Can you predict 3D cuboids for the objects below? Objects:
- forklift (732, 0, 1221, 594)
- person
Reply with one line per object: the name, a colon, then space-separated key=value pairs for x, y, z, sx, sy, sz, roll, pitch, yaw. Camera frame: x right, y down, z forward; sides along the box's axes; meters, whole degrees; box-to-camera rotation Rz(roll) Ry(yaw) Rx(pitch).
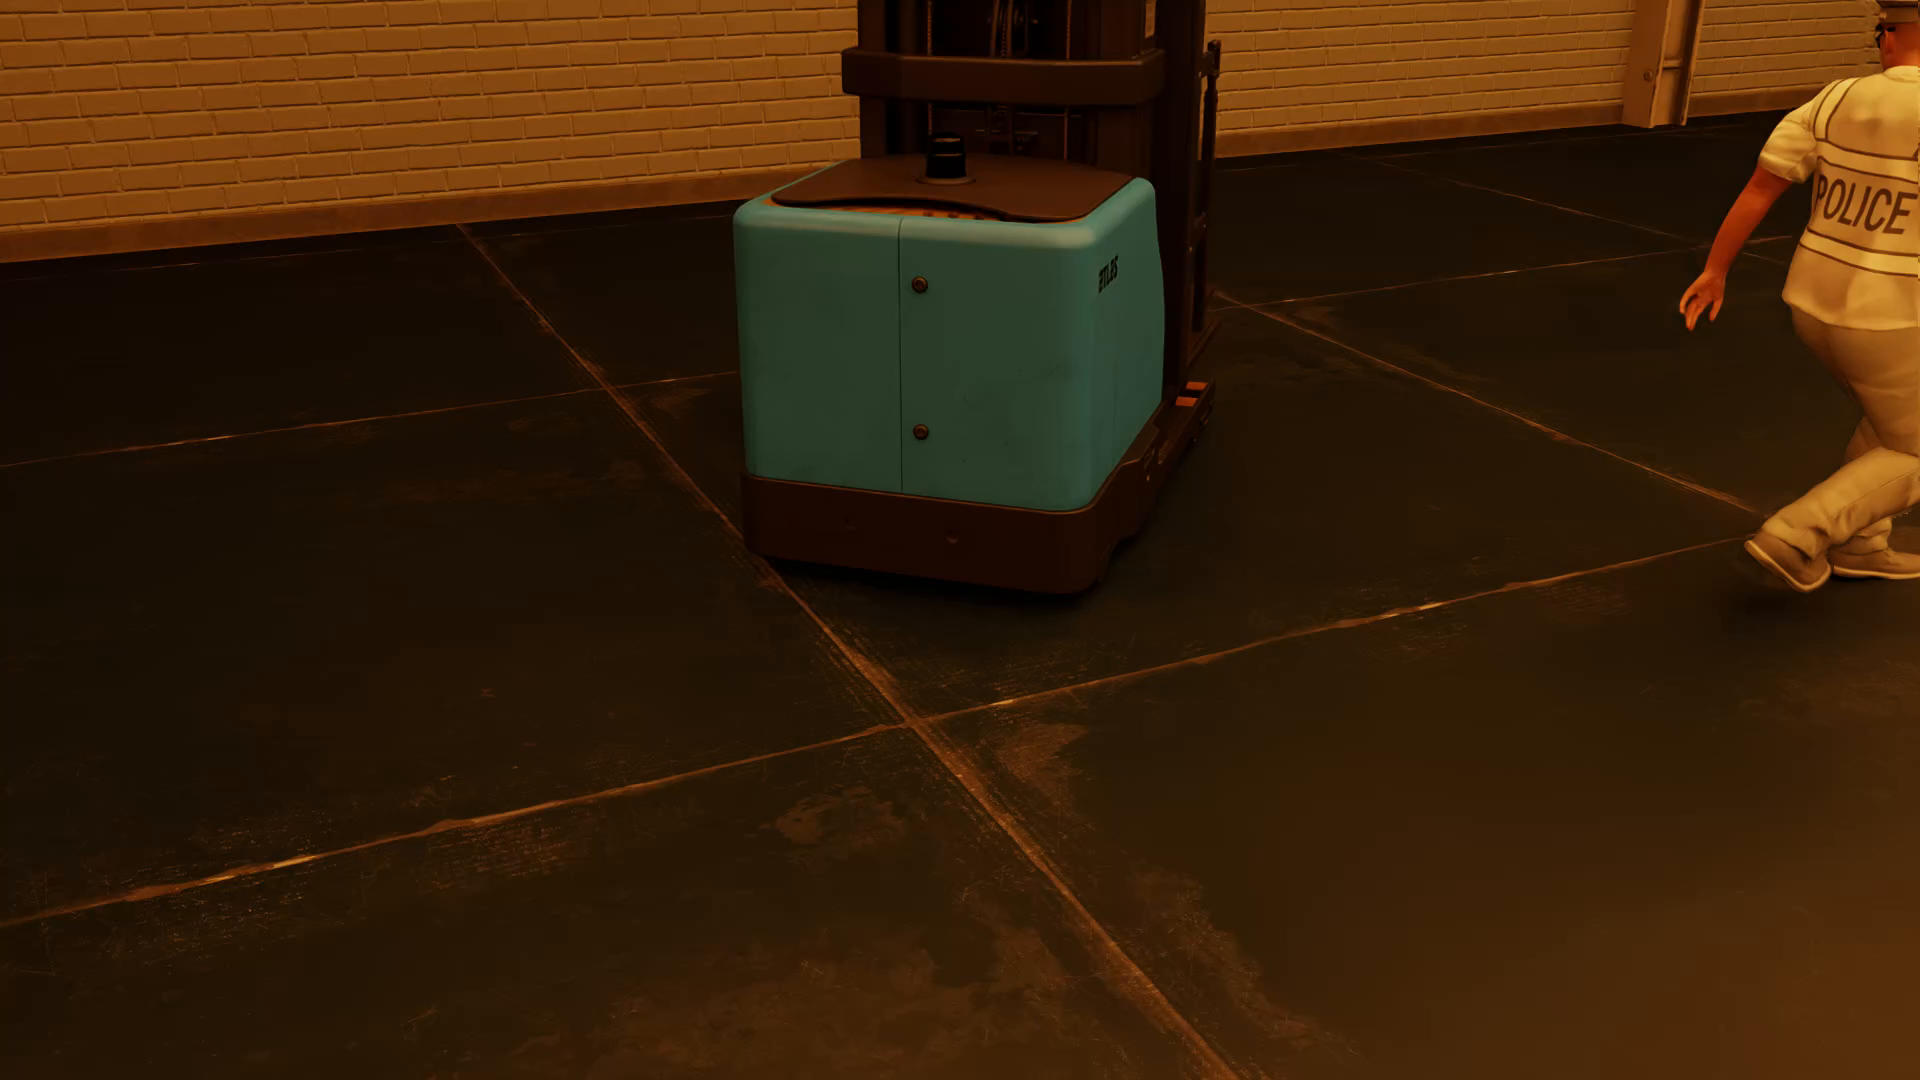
forklift: x=0.306 y=-1.741 z=5.477 sx=1.130 sy=2.935 sz=3.031 roll=7 pitch=24 yaw=17
person: x=2.463 y=-0.641 z=4.495 sx=0.779 sy=1.678 sz=0.628 roll=-4 pitch=23 yaw=-9
